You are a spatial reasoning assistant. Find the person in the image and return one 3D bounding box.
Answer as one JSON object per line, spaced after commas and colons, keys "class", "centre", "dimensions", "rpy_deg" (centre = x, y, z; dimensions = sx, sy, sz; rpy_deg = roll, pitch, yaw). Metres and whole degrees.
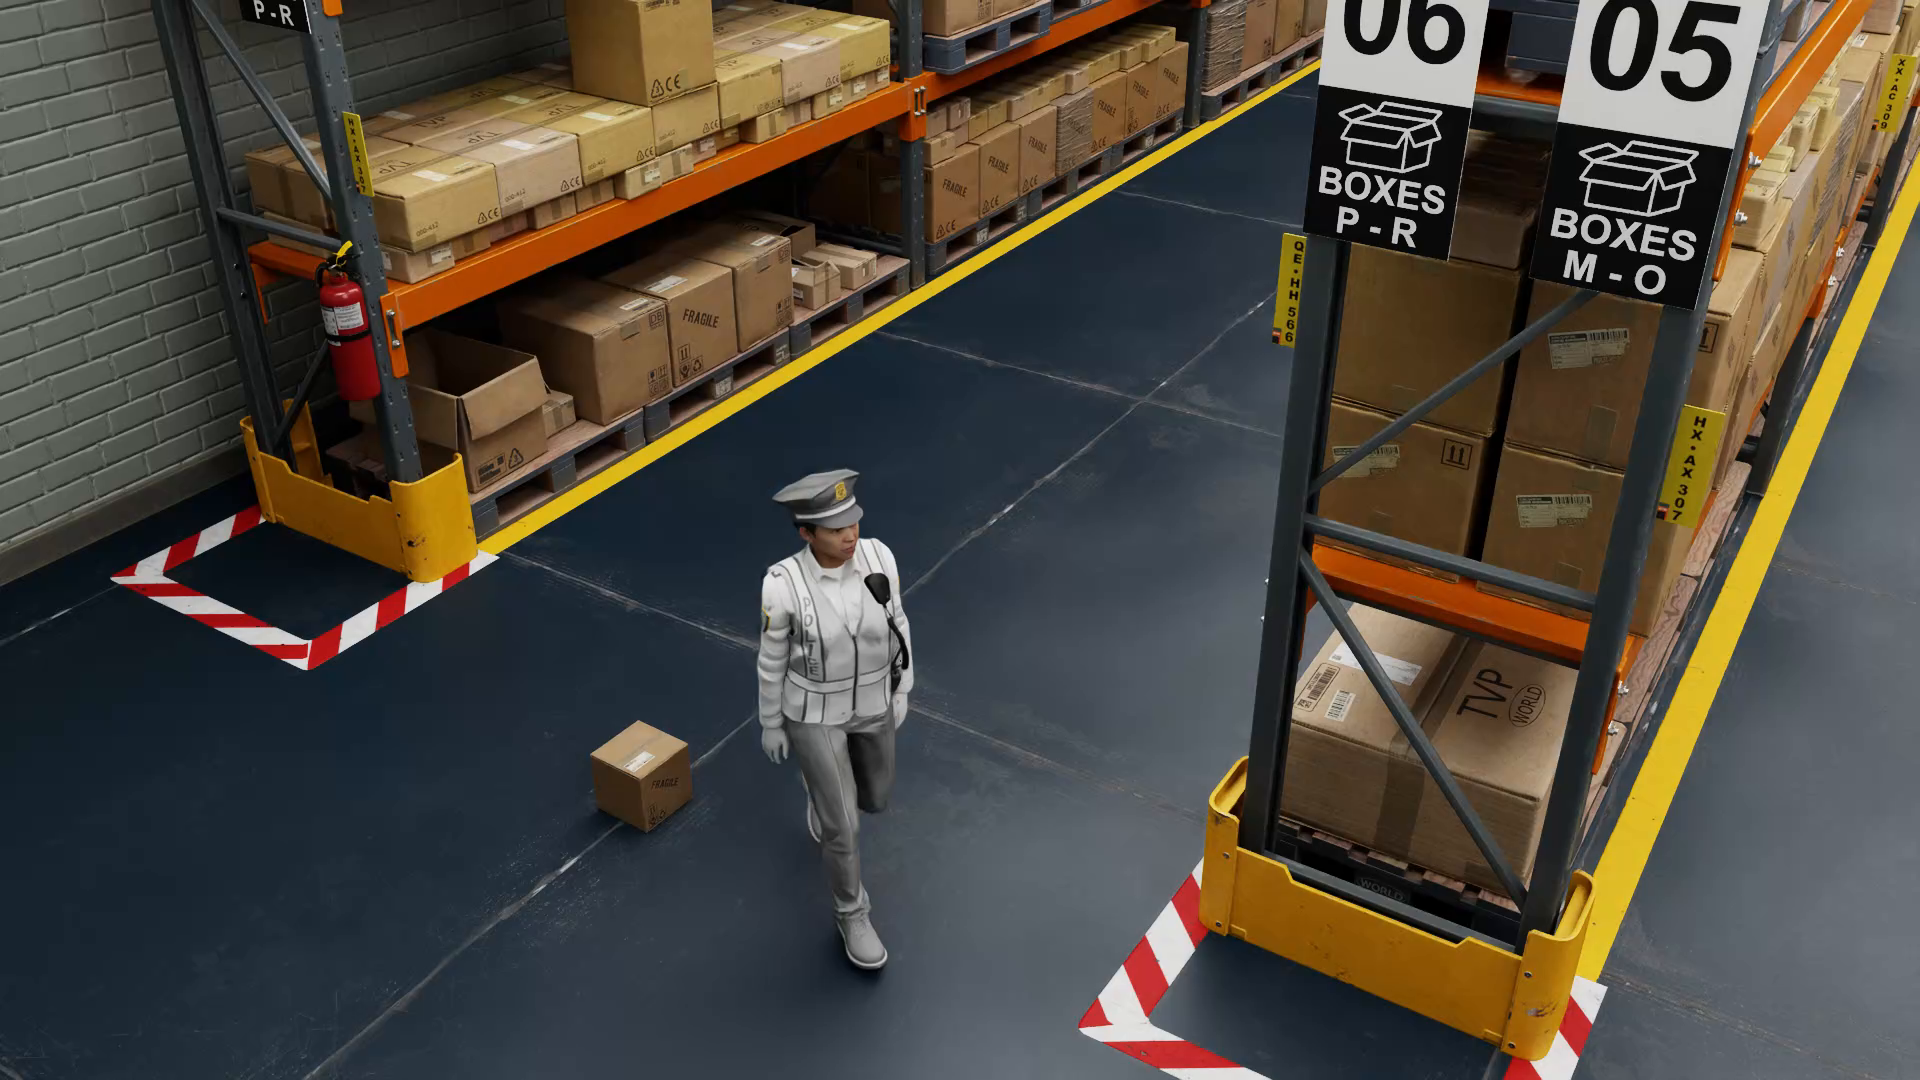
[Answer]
{"class": "person", "centre": [-0.393, 0.492, 5.251], "dimensions": [0.509, 1.658, 0.773], "rpy_deg": [-16, 34, -24]}
